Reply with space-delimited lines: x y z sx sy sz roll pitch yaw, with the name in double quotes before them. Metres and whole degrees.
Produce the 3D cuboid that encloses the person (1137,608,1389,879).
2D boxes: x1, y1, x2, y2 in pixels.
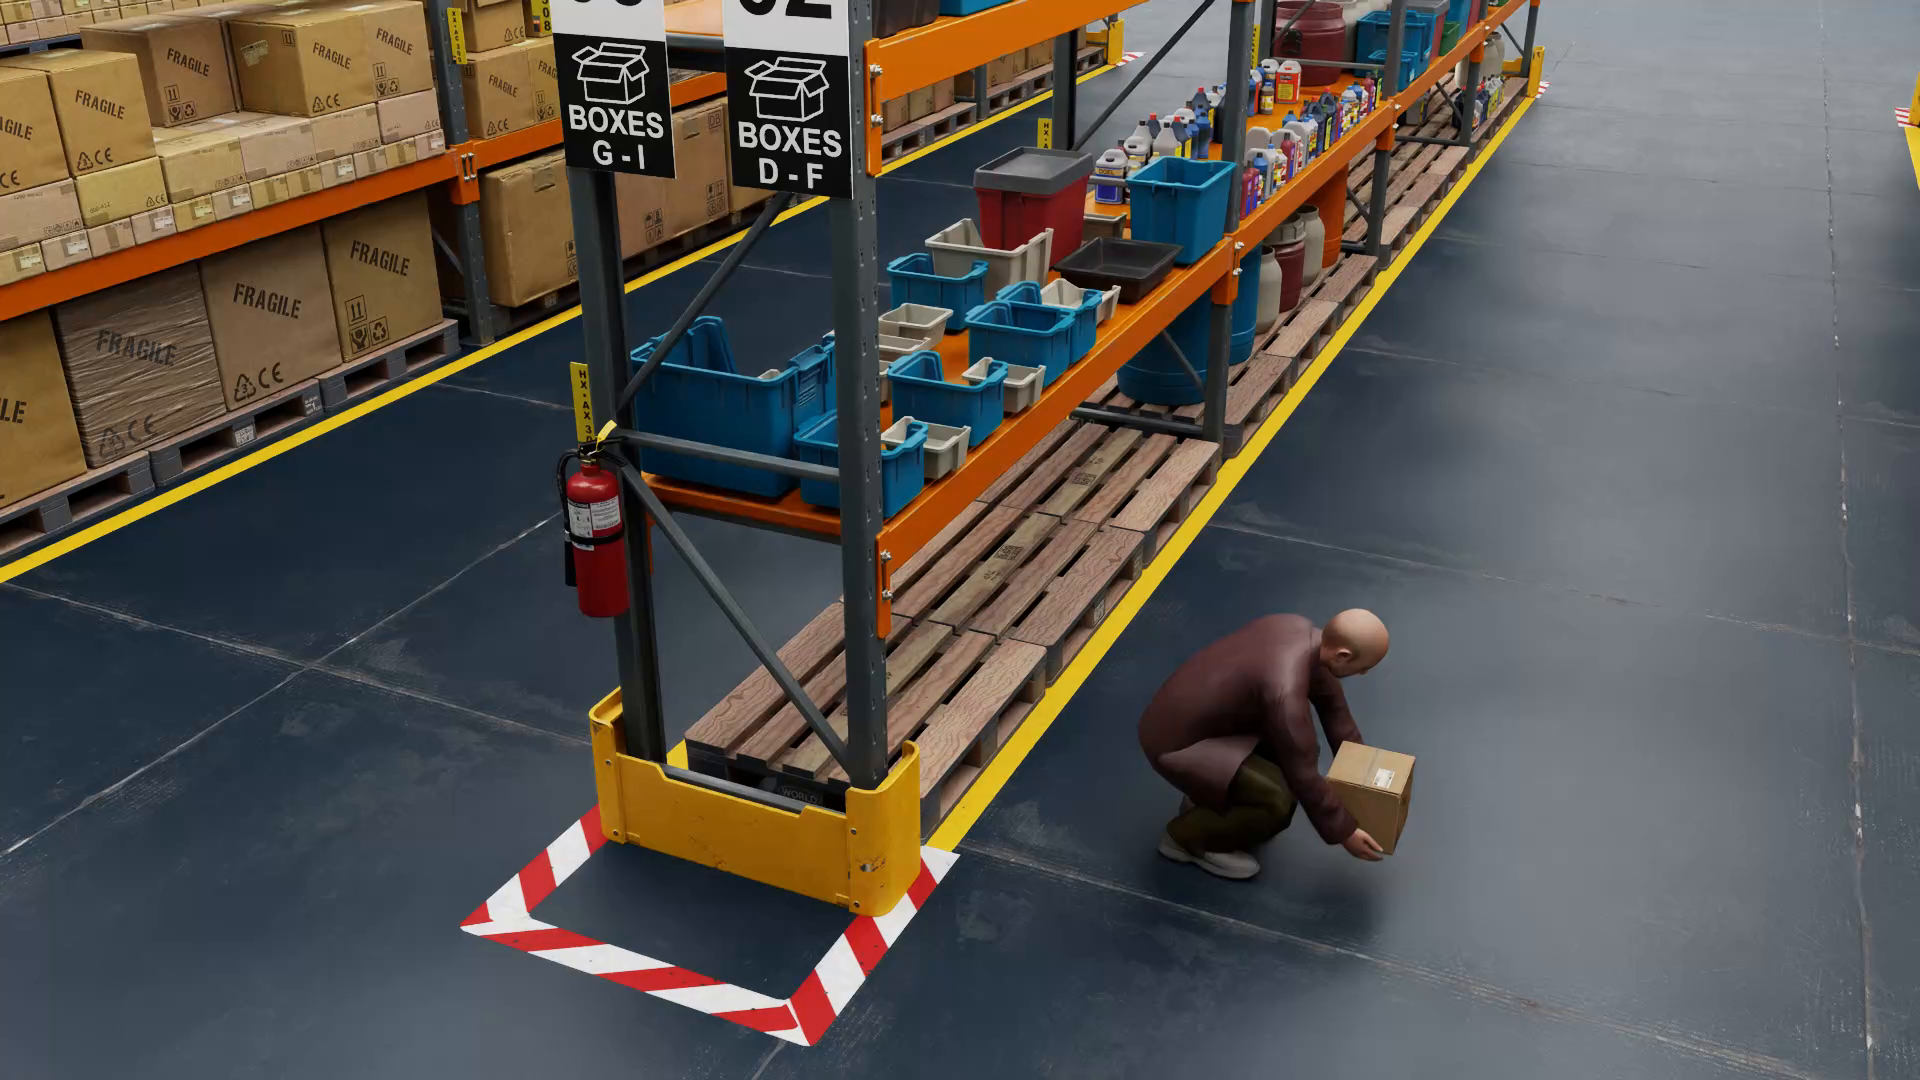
"person" 1.064 0.662 5.731 0.901 0.991 0.612 11 28 22
